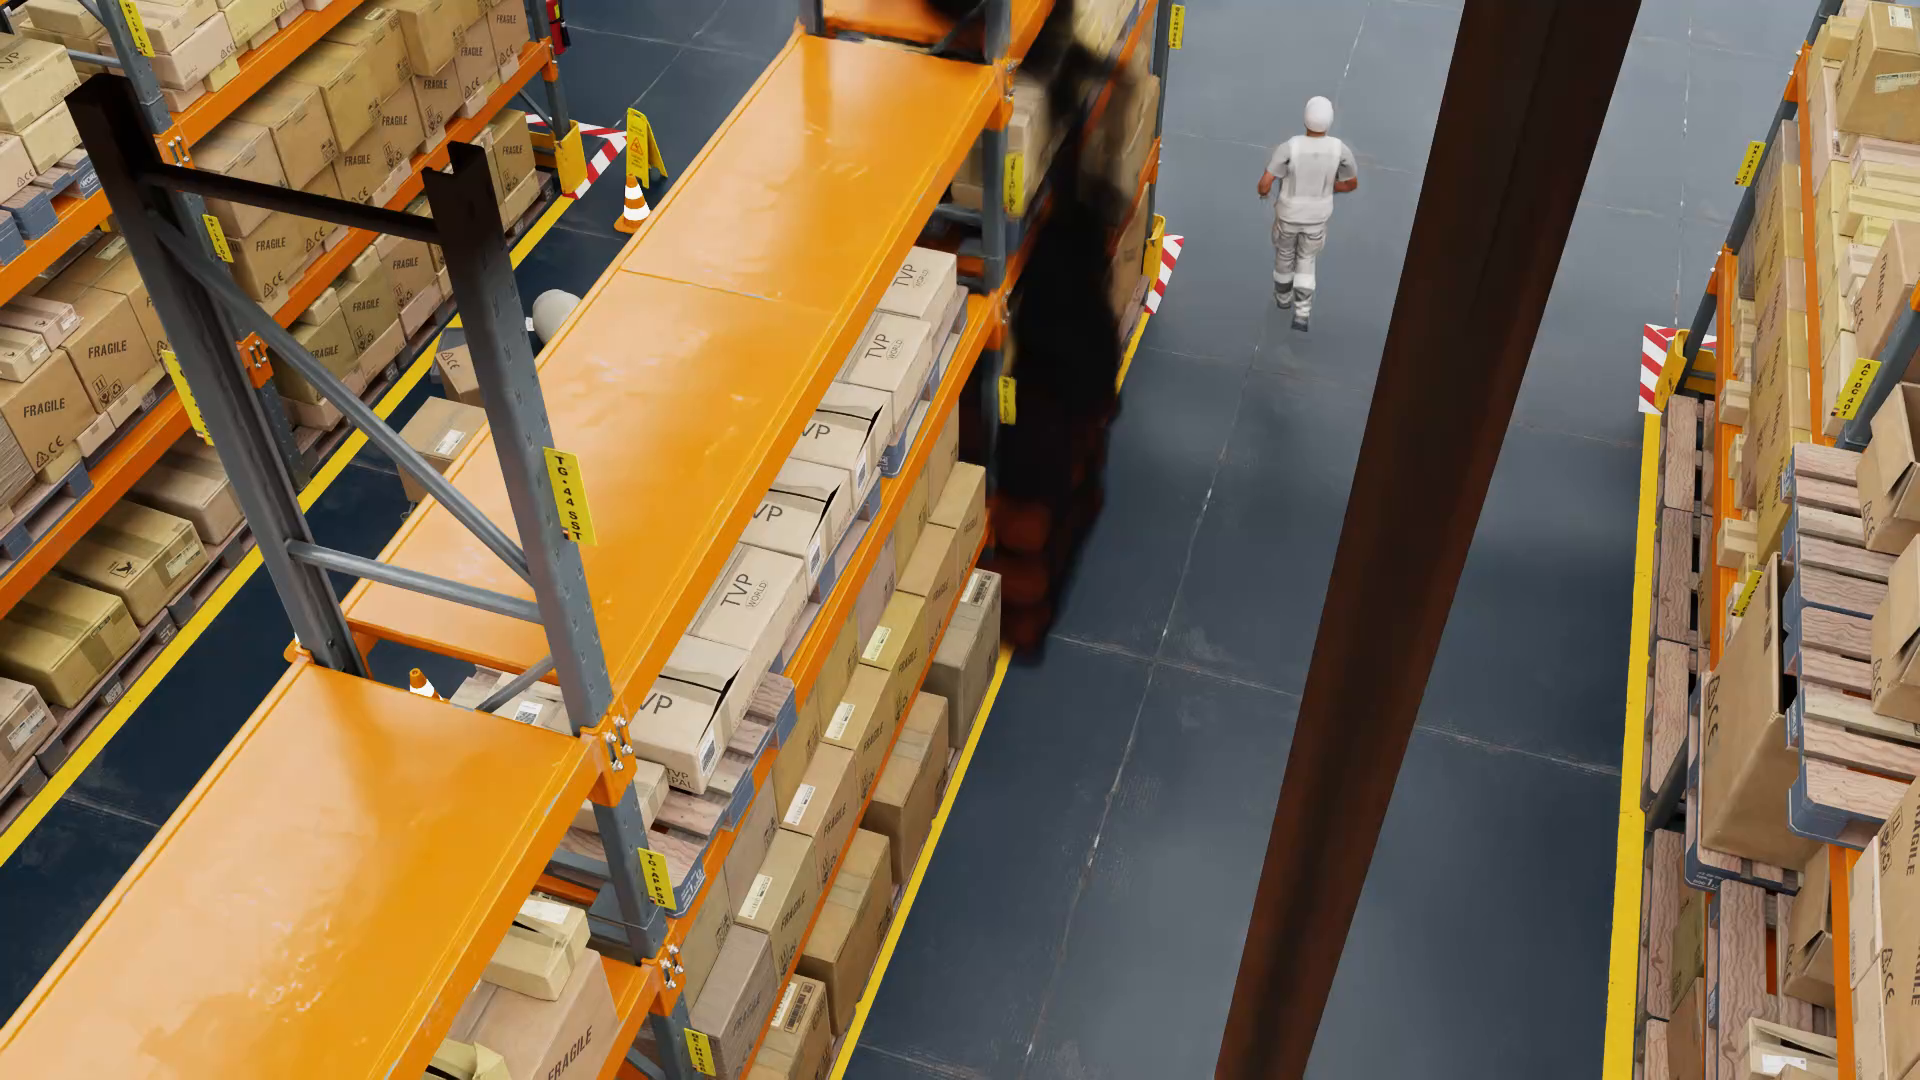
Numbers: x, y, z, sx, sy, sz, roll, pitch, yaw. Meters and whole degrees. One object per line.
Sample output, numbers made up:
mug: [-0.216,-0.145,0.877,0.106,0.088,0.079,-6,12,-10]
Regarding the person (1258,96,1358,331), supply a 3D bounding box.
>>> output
person: [2.408,-2.290,11.734,0.684,1.795,0.726,3,46,3]
